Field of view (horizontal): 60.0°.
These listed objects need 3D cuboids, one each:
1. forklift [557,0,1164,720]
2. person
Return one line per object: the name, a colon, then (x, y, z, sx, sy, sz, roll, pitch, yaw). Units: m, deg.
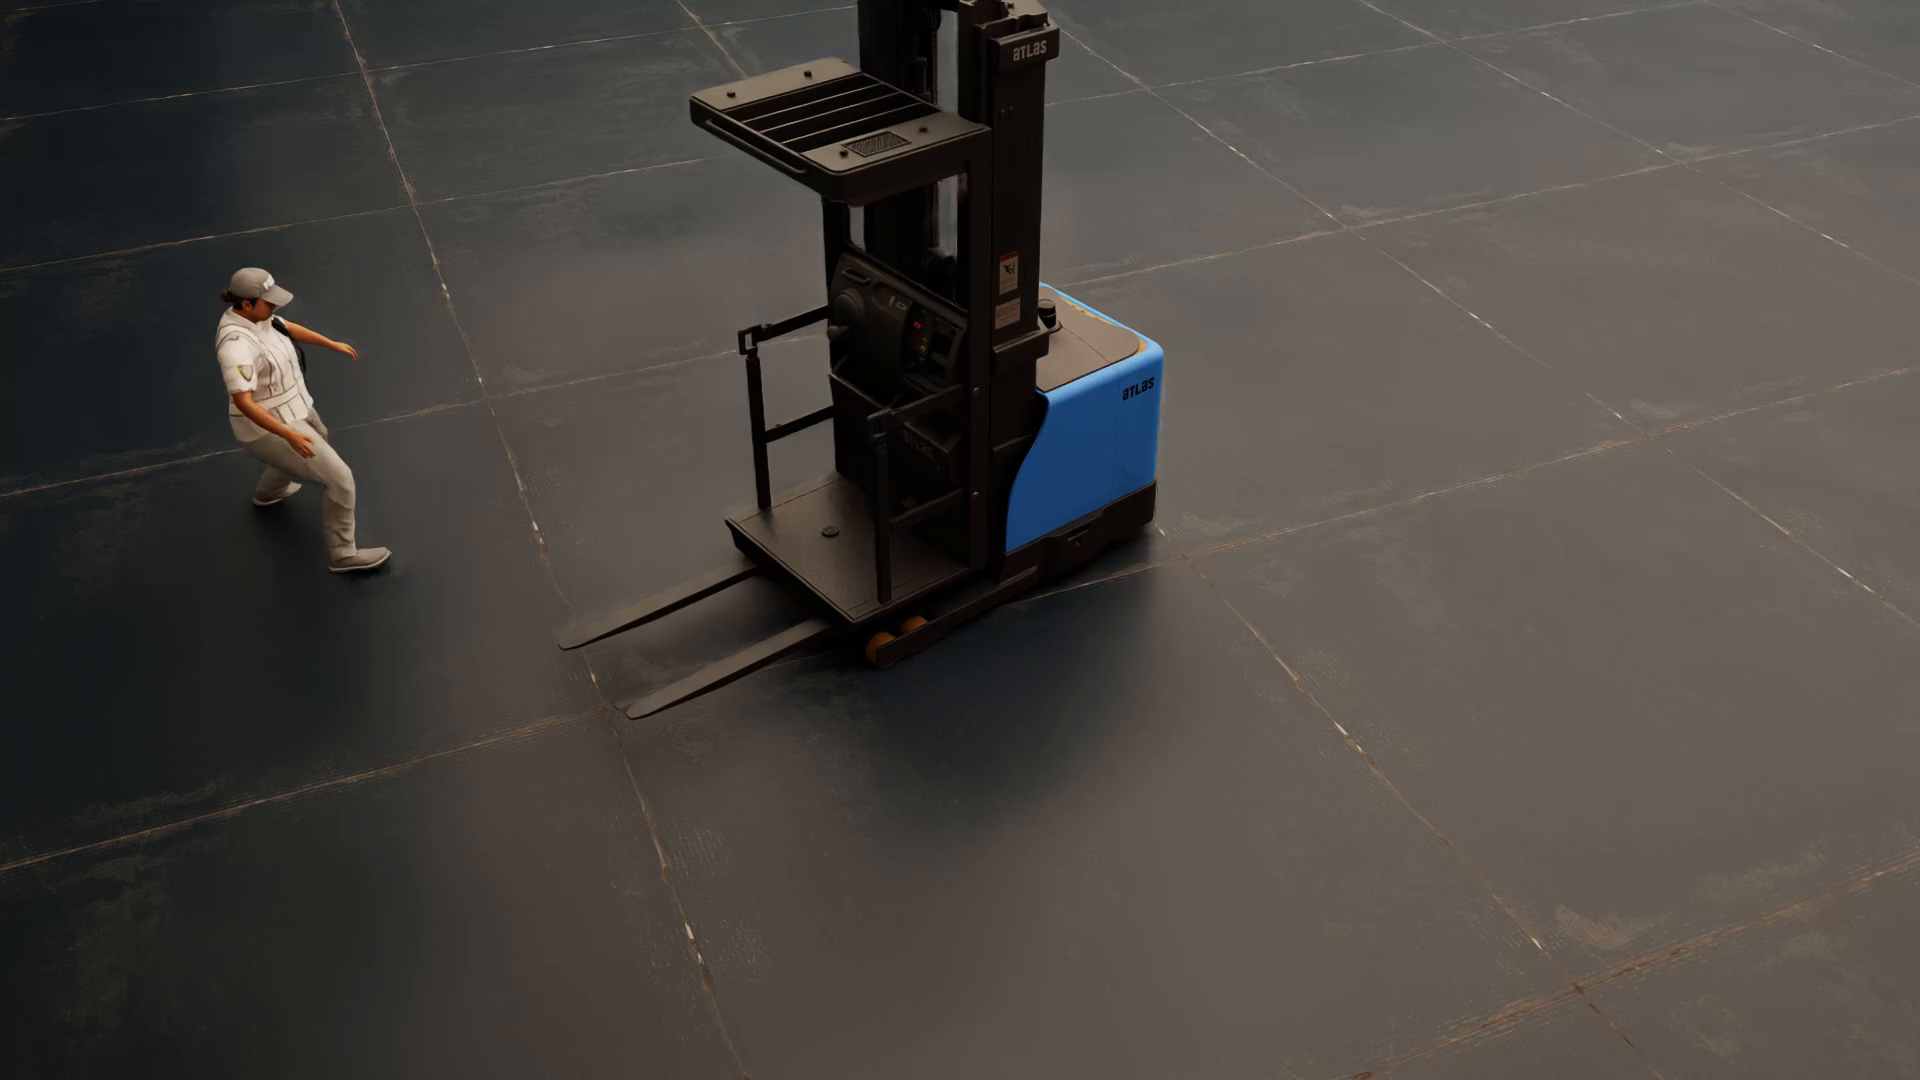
forklift: (-0.452, -0.943, 7.424, 3.031, 2.935, 1.130, -25, 42, -31)
person: (-3.332, -0.655, 8.292, 0.823, 1.535, 0.939, -4, 36, -5)
